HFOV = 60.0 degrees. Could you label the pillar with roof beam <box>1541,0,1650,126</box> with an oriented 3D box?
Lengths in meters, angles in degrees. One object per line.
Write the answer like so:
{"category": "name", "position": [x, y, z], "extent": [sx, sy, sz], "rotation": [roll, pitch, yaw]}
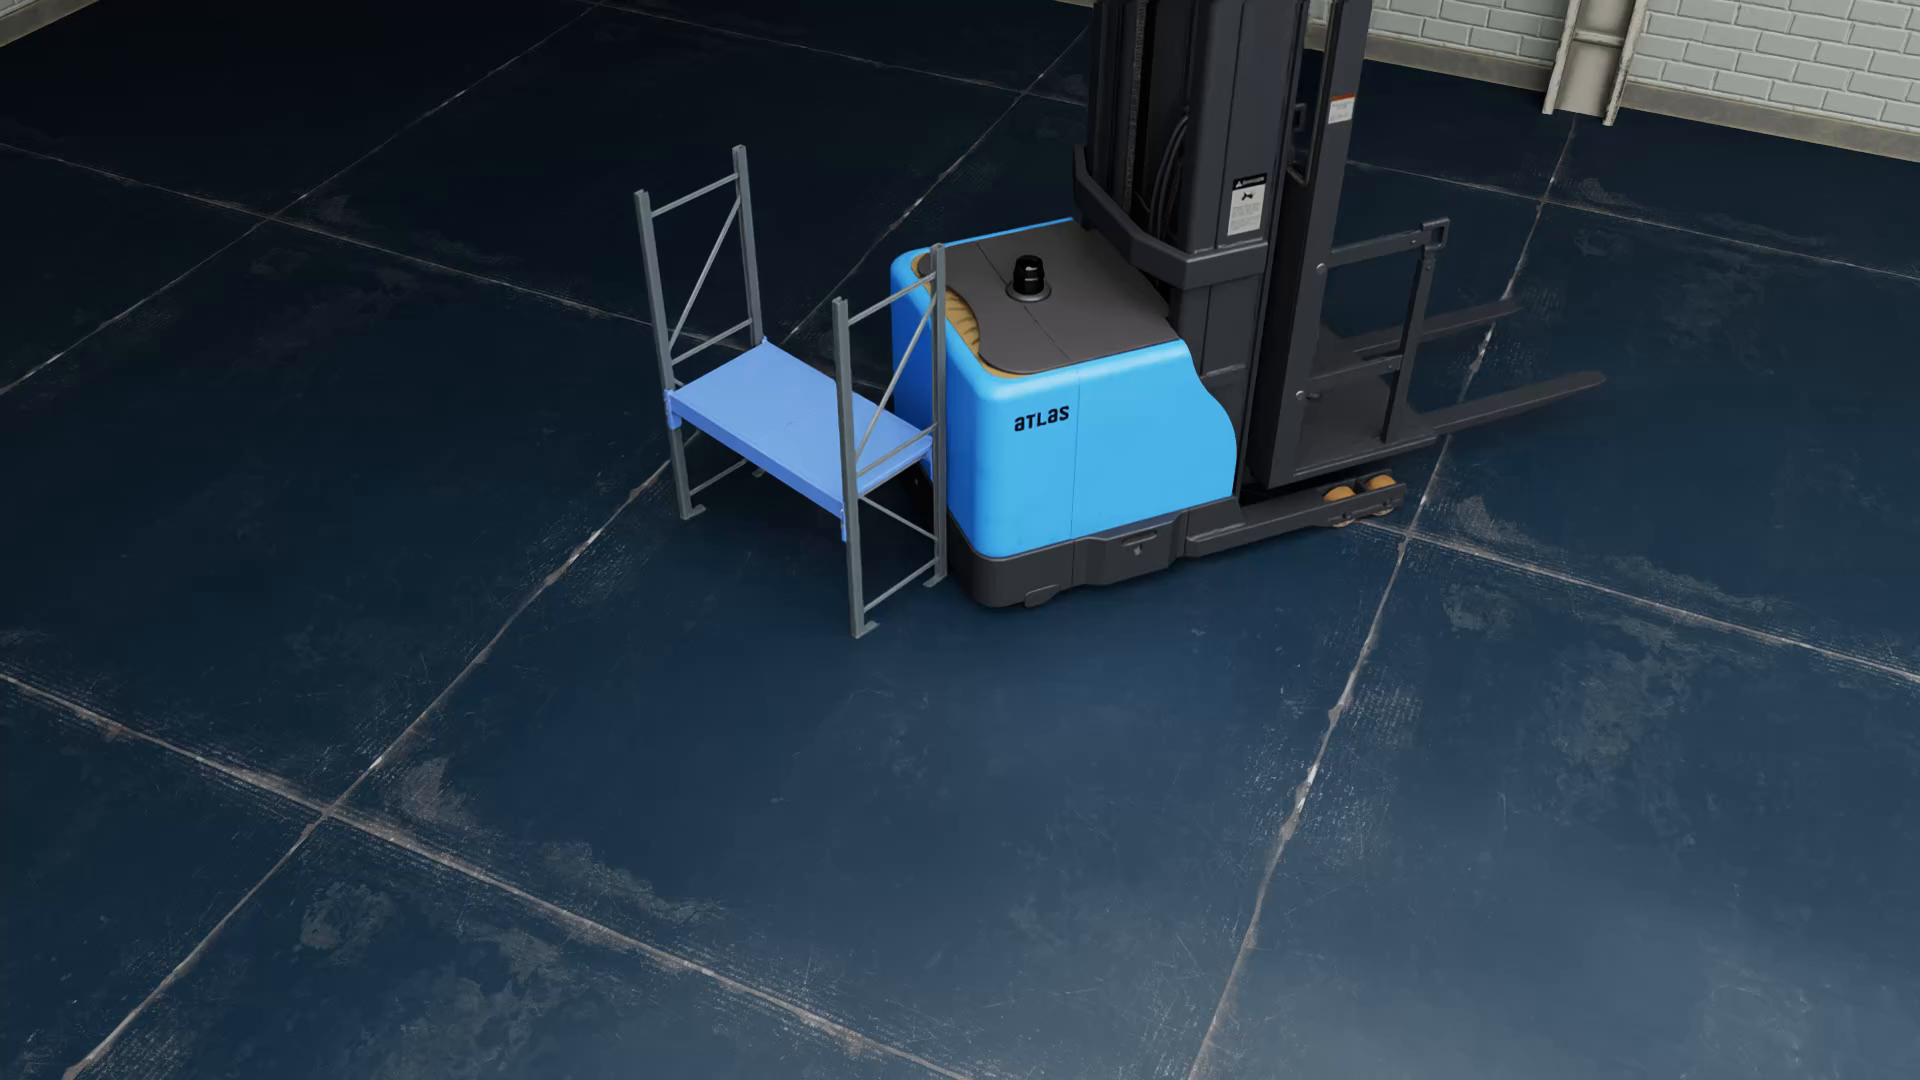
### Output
{"category": "pillar with roof beam", "position": [1.779, -3.347, 3.742], "extent": [0.400, 9.000, 9.100], "rotation": [17, 44, 19]}

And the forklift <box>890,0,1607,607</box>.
{"category": "forklift", "position": [1.285, -1.467, 6.205], "extent": [3.031, 2.935, 1.130], "rotation": [-15, 43, -17]}

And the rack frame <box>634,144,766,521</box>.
{"category": "rack frame", "position": [-0.972, -0.771, 6.495], "extent": [0.032, 1.500, 0.500], "rotation": [32, 50, 31]}

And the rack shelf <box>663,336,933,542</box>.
{"category": "rack shelf", "position": [-0.602, -0.407, 6.349], "extent": [1.000, 0.185, 0.538], "rotation": [32, 50, 31]}

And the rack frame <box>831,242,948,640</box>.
{"category": "rack frame", "position": [-0.232, -0.314, 5.968], "extent": [0.032, 1.500, 0.500], "rotation": [32, 50, 31]}

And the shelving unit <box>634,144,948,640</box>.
{"category": "shelving unit", "position": [-0.602, -0.543, 6.231], "extent": [1.048, 1.500, 0.538], "rotation": [32, 50, 31]}
